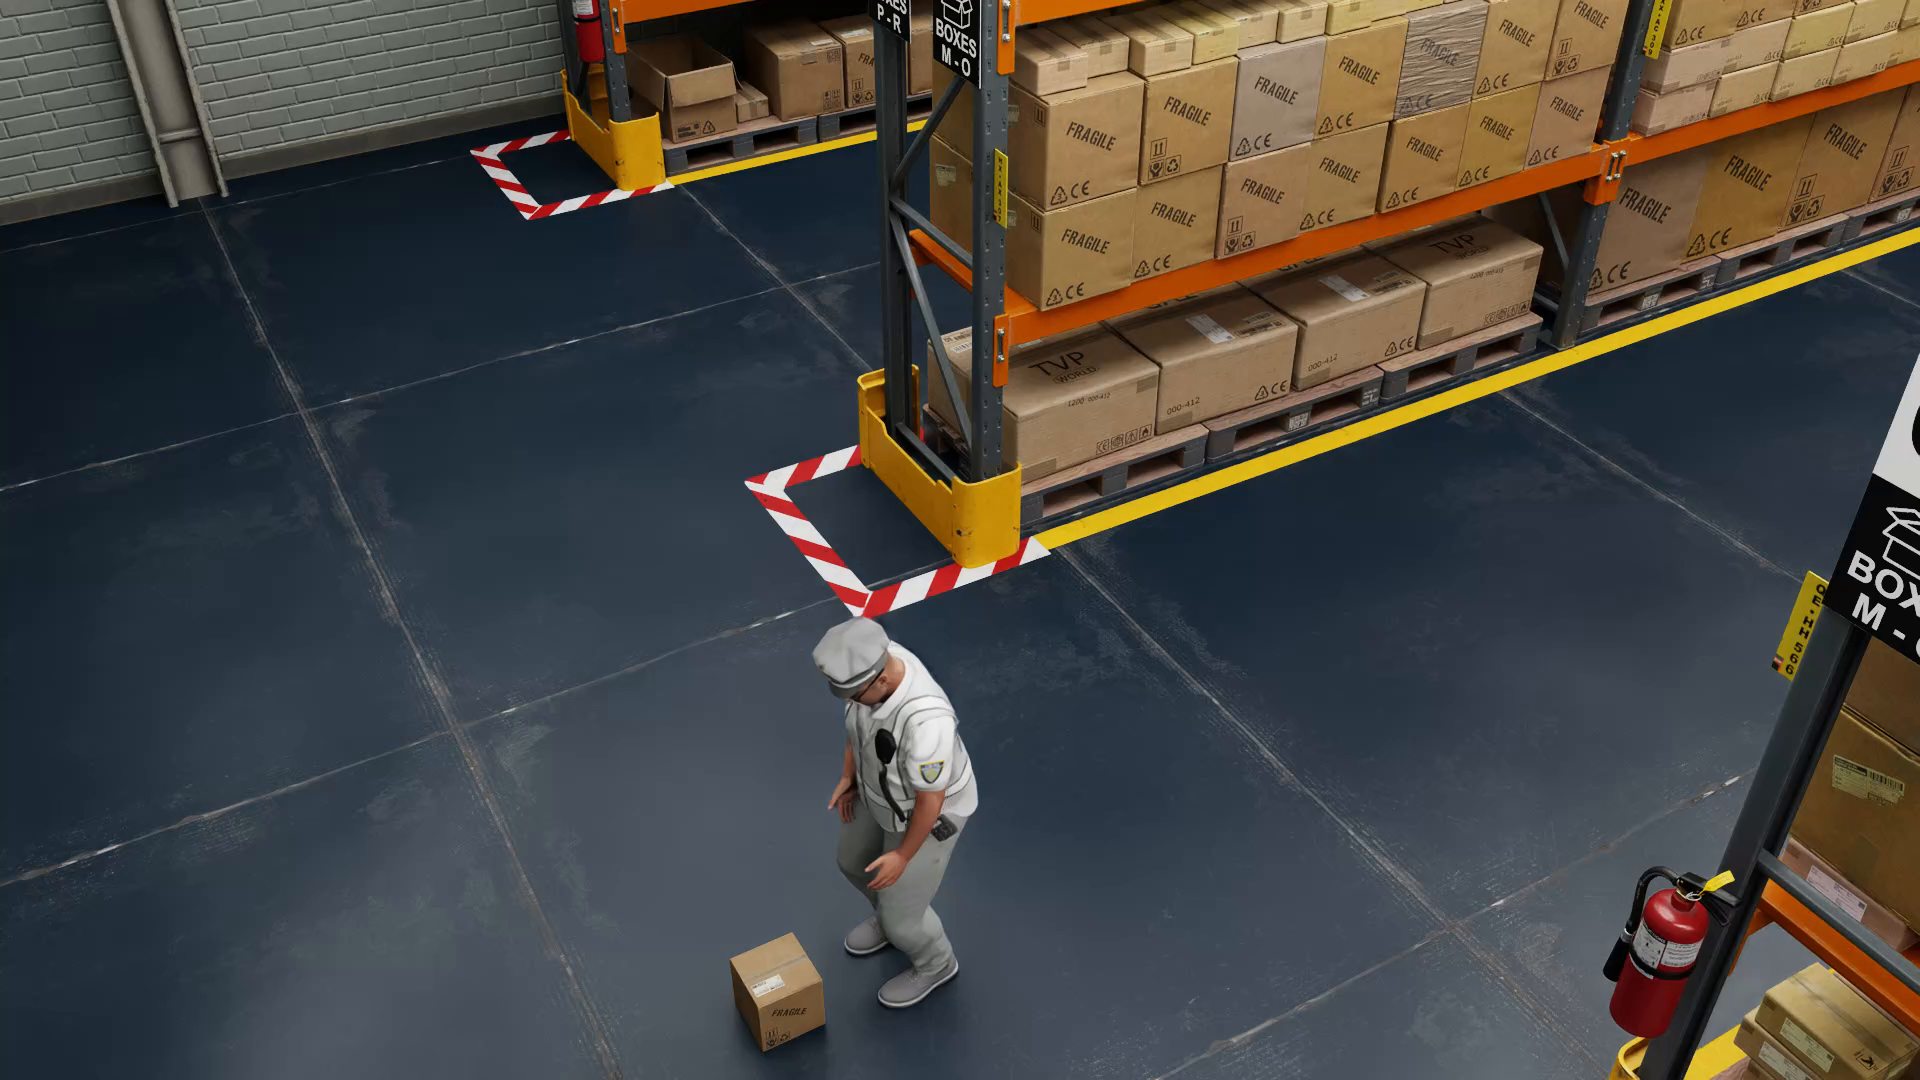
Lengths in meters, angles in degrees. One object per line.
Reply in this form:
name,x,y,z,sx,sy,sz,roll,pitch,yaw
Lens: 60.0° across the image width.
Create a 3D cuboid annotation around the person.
person,-0.211,0.930,5.742,0.539,1.678,0.564,-18,40,-23
